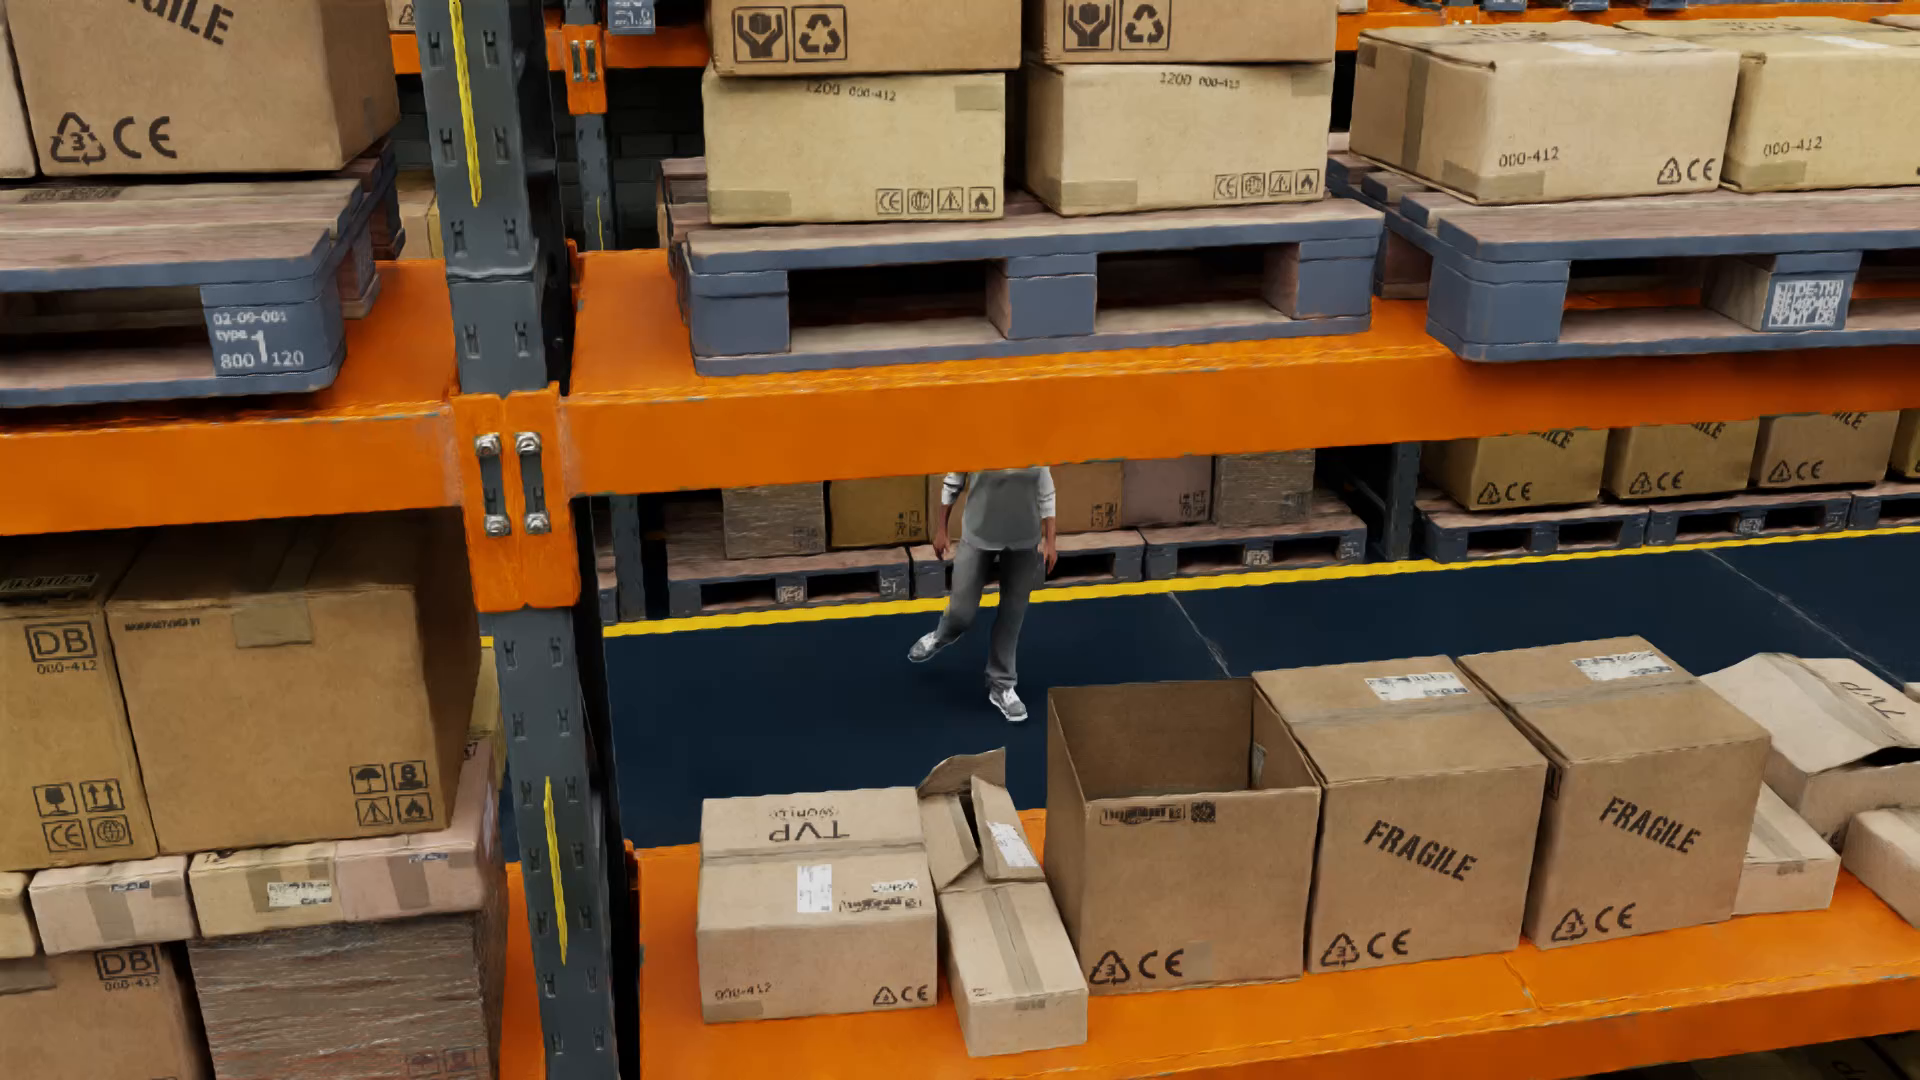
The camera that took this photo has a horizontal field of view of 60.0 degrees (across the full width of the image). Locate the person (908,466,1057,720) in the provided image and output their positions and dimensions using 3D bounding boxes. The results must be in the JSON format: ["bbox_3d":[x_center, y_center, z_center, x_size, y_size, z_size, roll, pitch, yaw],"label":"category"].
[{"bbox_3d":[0.094,-0.021,7.159,0.590,1.593,0.543,-5,24,-10],"label":"person"}]
